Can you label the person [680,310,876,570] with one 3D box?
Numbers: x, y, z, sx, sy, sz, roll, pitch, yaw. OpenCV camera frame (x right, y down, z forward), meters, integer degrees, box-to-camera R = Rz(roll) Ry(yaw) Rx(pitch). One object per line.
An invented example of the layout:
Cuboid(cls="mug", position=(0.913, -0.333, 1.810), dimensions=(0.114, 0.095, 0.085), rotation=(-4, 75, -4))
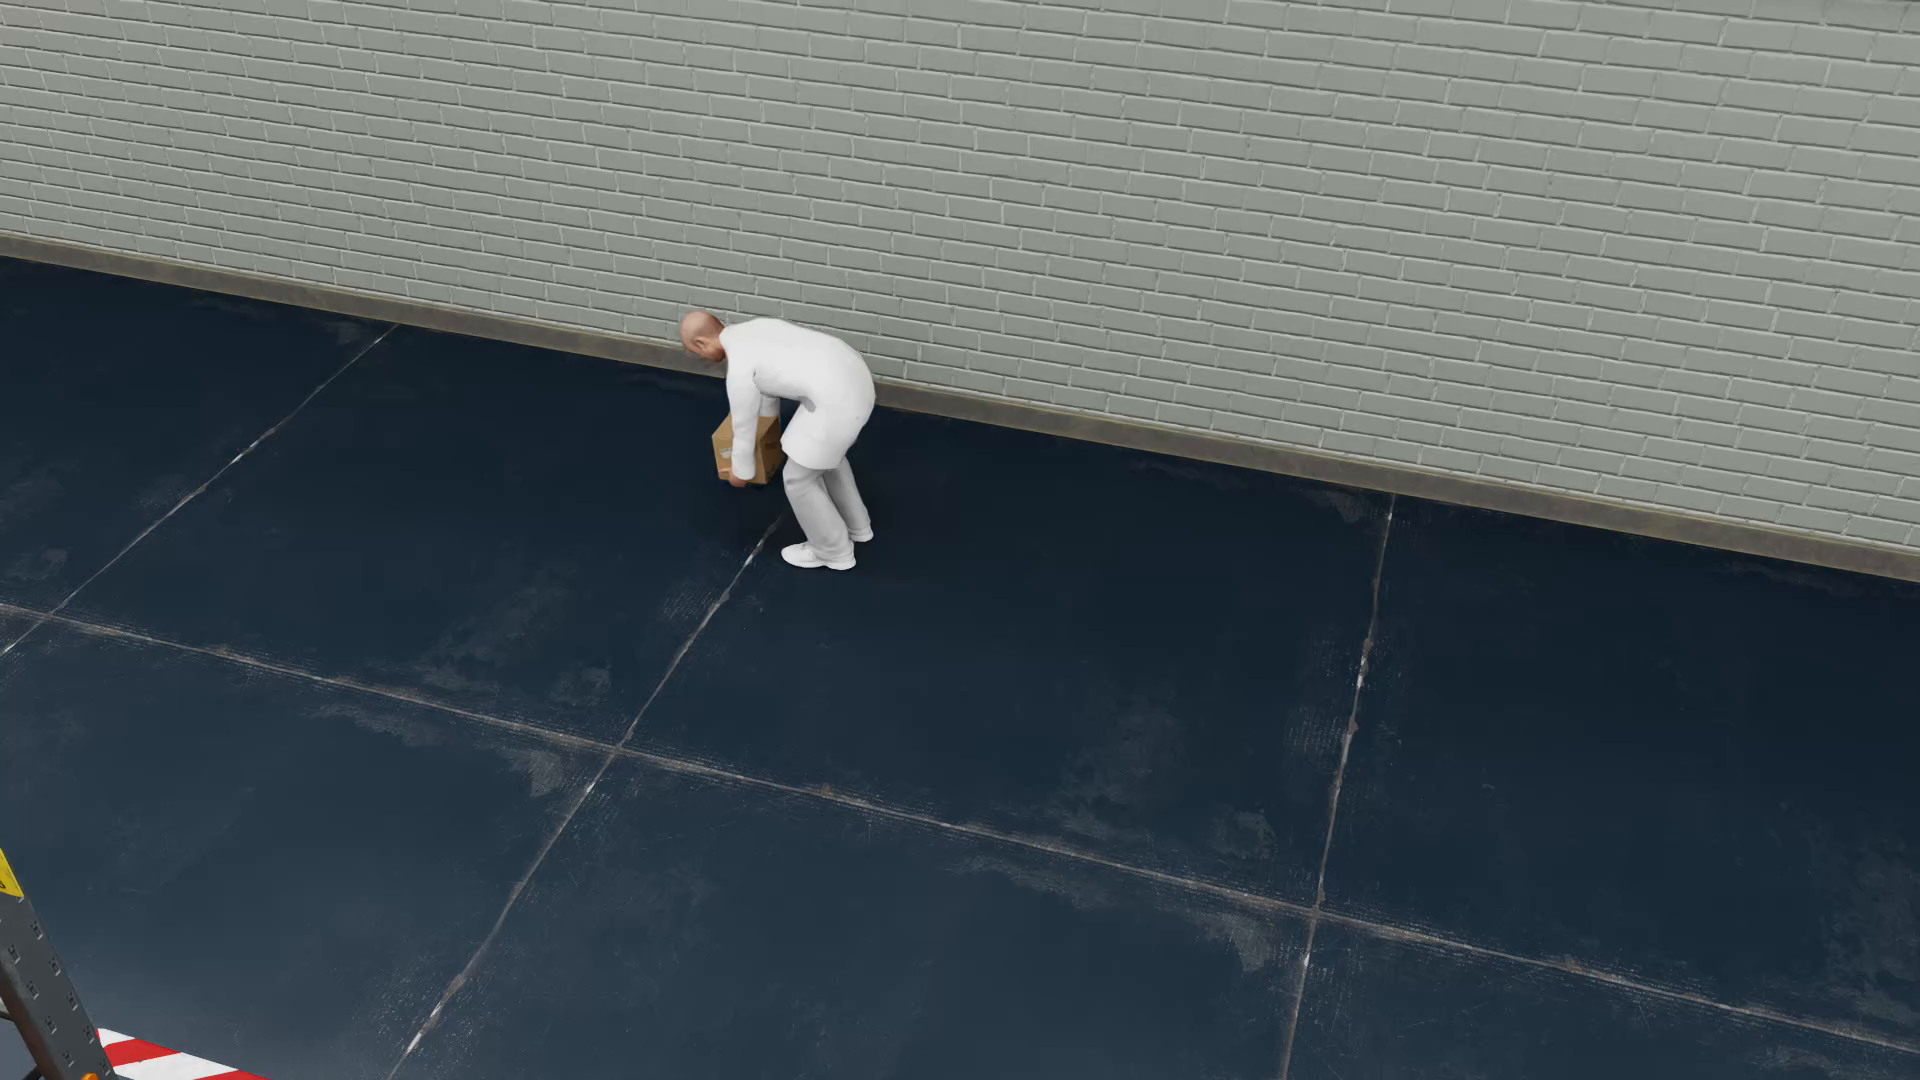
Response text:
Cuboid(cls="person", position=(-0.862, -0.487, 8.034), dimensions=(0.929, 1.219, 0.560), rotation=(9, 38, 13))
